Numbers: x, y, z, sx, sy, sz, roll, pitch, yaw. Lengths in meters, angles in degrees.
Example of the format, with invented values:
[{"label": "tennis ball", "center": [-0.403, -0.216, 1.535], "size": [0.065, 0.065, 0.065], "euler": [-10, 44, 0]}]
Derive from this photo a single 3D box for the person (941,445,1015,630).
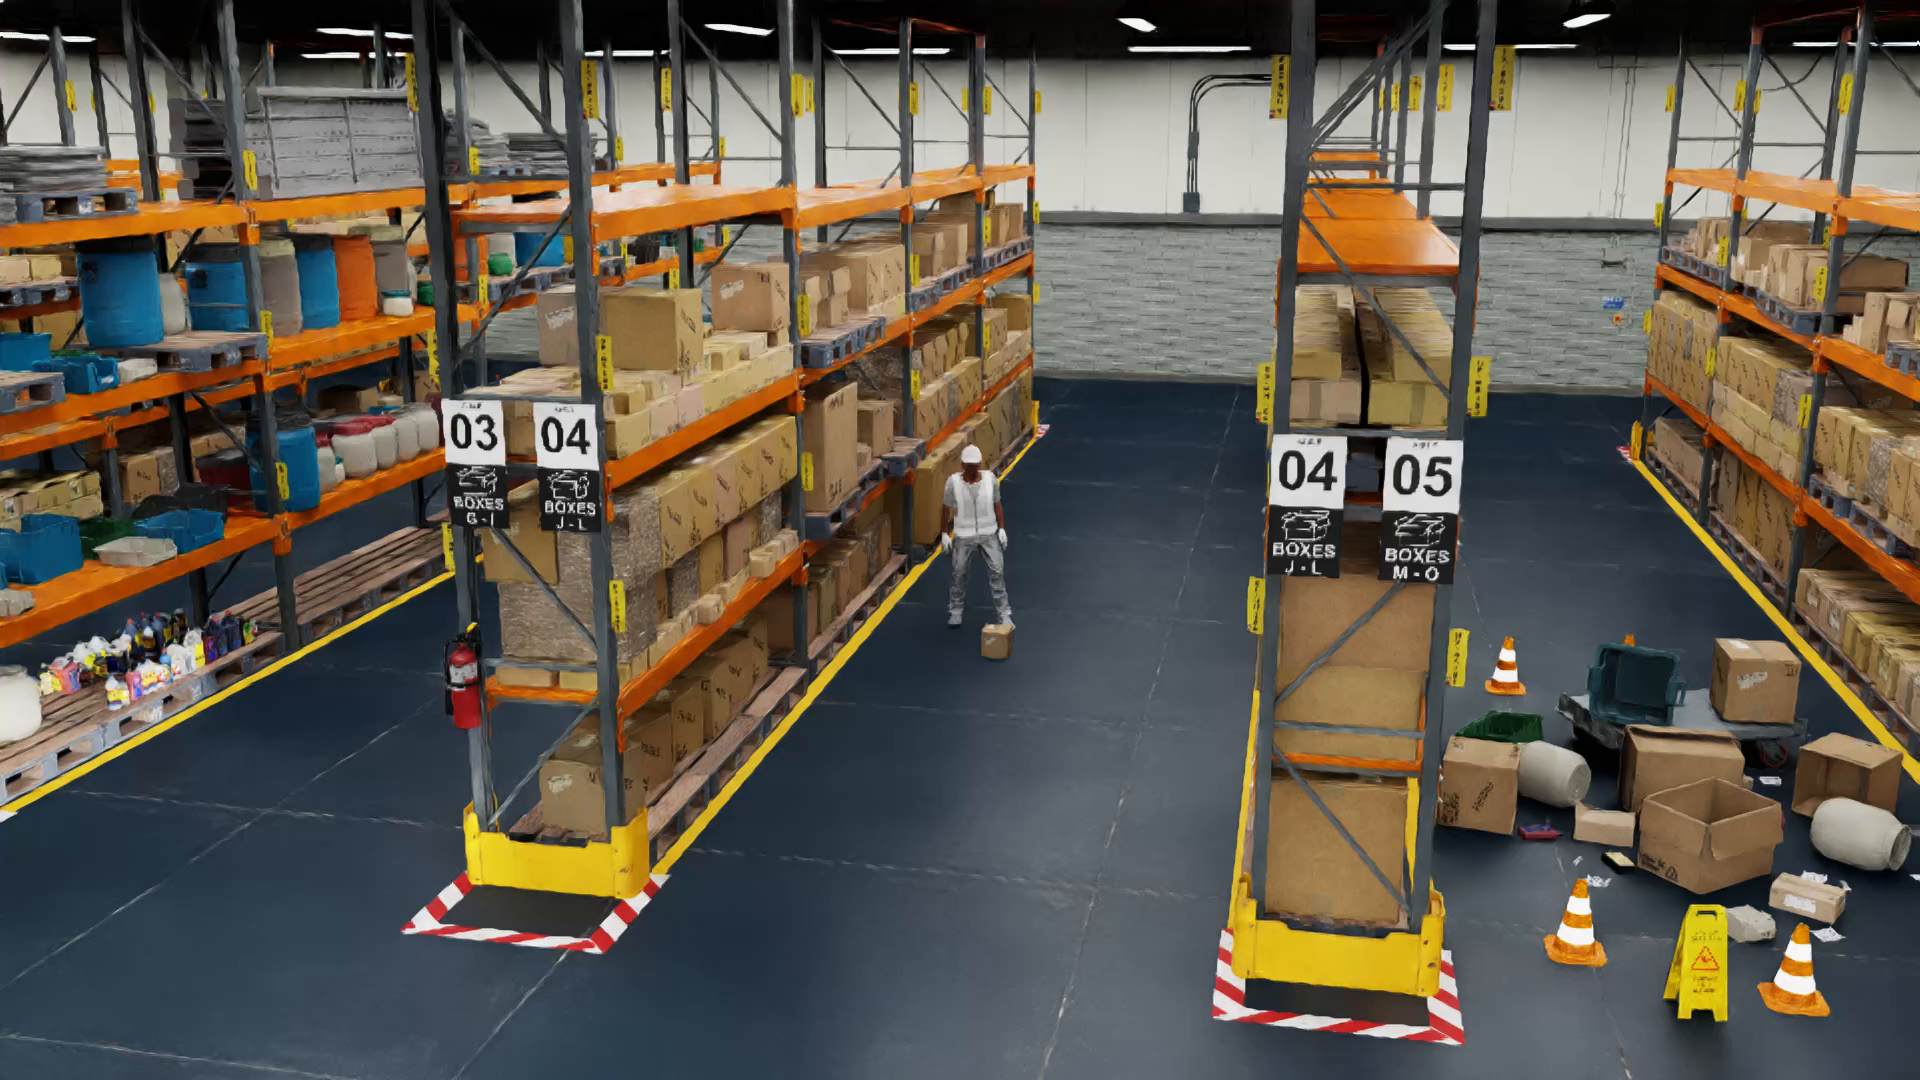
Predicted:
[{"label": "person", "center": [0.168, -0.037, 16.032], "size": [0.693, 1.780, 0.523], "euler": [-2, 15, -8]}]
